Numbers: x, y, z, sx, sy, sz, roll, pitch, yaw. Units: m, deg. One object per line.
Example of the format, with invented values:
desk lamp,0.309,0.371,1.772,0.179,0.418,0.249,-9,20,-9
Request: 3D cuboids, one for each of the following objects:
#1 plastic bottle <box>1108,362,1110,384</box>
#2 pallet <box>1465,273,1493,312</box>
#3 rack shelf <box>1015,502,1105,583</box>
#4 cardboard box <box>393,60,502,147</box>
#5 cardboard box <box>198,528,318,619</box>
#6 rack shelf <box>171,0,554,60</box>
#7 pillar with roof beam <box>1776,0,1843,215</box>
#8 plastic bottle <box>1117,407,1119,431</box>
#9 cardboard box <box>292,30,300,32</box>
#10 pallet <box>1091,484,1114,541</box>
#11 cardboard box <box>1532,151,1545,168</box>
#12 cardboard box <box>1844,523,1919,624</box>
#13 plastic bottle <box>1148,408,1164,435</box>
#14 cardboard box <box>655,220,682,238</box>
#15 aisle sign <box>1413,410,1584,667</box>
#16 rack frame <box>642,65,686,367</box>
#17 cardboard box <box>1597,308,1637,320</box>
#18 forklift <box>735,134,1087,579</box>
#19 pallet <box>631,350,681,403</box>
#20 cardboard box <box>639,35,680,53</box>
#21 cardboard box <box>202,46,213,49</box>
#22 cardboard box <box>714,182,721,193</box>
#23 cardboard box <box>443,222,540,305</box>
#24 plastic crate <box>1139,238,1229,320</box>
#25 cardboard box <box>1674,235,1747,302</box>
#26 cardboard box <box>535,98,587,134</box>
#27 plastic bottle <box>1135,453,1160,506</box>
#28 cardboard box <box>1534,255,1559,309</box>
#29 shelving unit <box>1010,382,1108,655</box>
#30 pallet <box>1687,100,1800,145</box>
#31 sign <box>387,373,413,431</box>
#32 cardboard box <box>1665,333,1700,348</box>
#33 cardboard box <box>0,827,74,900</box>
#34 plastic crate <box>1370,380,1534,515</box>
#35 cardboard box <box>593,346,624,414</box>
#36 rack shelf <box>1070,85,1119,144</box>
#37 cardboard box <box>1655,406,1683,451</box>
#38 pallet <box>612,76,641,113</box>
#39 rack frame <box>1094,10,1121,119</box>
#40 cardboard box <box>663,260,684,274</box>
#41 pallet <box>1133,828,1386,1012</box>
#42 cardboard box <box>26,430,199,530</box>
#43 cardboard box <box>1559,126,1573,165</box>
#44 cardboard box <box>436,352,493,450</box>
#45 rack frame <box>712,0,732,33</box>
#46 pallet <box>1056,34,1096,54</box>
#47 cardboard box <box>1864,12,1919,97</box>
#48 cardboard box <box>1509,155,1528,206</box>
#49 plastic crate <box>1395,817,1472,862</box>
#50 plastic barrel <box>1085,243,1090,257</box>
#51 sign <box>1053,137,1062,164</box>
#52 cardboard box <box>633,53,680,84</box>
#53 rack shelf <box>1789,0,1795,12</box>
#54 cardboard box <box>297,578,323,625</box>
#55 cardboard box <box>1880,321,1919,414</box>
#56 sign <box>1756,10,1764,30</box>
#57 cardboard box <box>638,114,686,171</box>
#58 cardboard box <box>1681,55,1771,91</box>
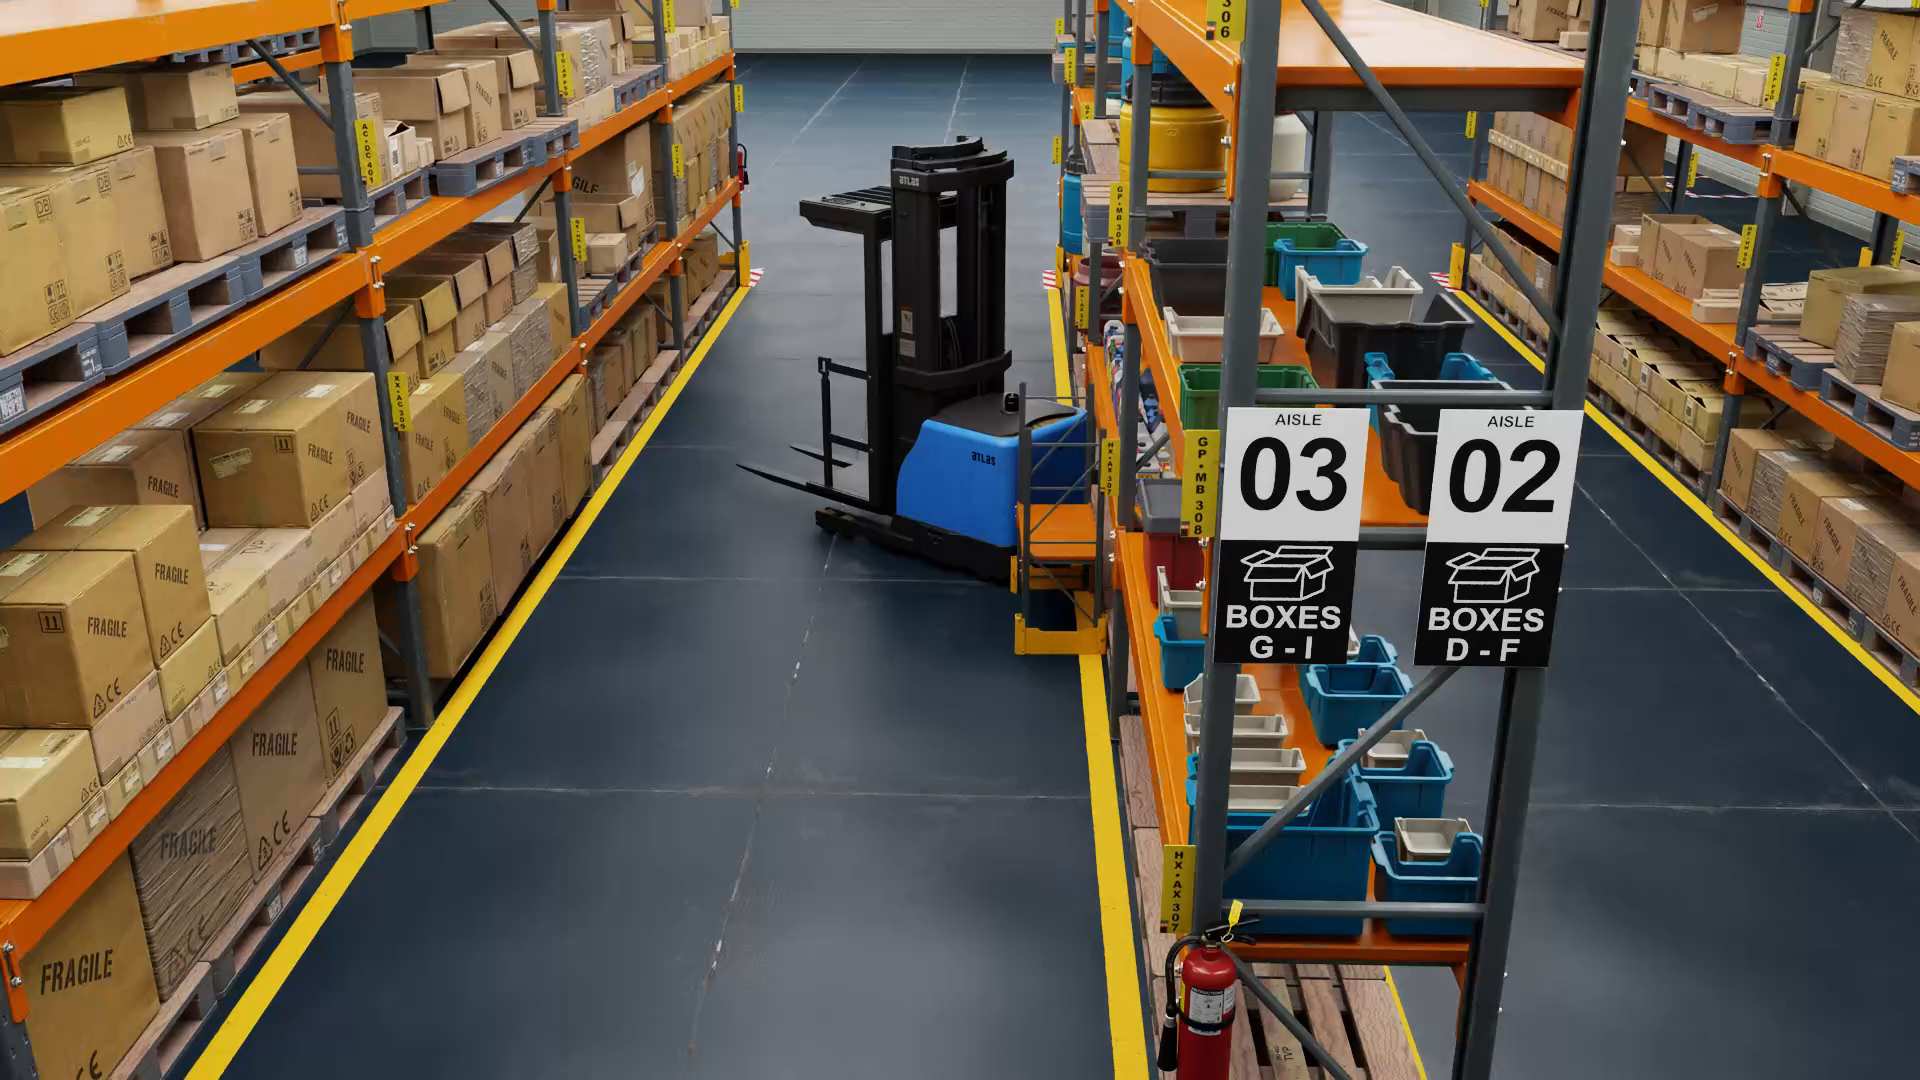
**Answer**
plastic bottle,1.101,-1.201,11.752,0.097,0.201,0.097,0,21,0
pallet,6.699,-2.963,19.874,1.003,0.211,1.213,1,21,2
rack shelf,0.646,0.003,10.944,0.538,0.185,1.000,0,21,0
cardboard box,-3.349,-2.865,10.899,0.500,0.500,0.500,2,21,5
cardboard box,-3.366,0.154,7.782,0.500,0.250,0.500,1,21,3
rack shelf,-3.525,-3.310,10.167,1.077,0.370,4.000,1,21,2
pillar with roof beam,8.355,-9.238,23.898,9.100,9.000,0.400,1,21,2
plastic bottle,1.067,-0.800,10.719,0.097,0.201,0.097,0,21,0
cardboard box,-7.863,-5.958,19.218,0.380,0.149,0.250,1,21,2
pallet,1.504,-0.118,12.541,1.003,0.211,1.213,1,21,2
cardboard box,6.398,-4.099,17.911,0.380,0.149,0.250,1,21,3
cardboard box,6.083,0.217,10.670,0.500,0.500,0.500,1,21,2
plastic bottle,1.215,-0.636,10.088,0.144,0.351,0.185,1,21,2
cardboard box,-3.036,-3.162,16.878,0.380,0.149,0.250,1,21,2
aisle sign,1.537,0.006,4.772,0.394,0.787,0.004,1,21,2
rack frame,-3.343,-3.204,16.641,1.000,3.000,0.127,1,21,2
cardboard box,6.297,-2.123,16.298,0.500,0.311,0.500,1,21,2
forklift,-0.470,-1.514,12.380,3.031,2.935,1.130,17,27,38
pallet,-3.365,-1.623,16.420,1.003,0.211,1.213,1,21,2
cardboard box,-3.055,-5.028,16.850,0.380,0.149,0.250,1,21,2
cardboard box,-7.932,-5.131,17.088,0.380,0.149,0.250,1,21,2
cardboard box,-3.011,-4.157,19.442,0.380,0.149,0.250,1,21,2
cardboard box,-3.503,-2.008,12.033,0.797,0.503,0.637,1,21,3
plastic crate,1.053,-1.149,7.377,0.497,0.269,0.590,1,21,2
cardboard box,6.472,-2.301,14.175,0.500,0.500,0.500,0,21,-1
cardboard box,-3.196,-3.254,12.829,0.500,0.250,0.500,1,21,3
plastic bottle,1.053,-0.346,9.444,0.152,0.276,0.135,1,21,2
cardboard box,6.381,-2.708,17.546,0.500,0.500,0.500,1,21,2
shelving unit,0.645,-0.161,10.870,0.587,1.500,1.083,0,21,0
pallet,6.368,-3.204,12.755,1.213,0.211,1.003,2,21,4
sign,-3.031,-0.747,9.001,0.100,0.325,0.005,1,21,2
cardboard box,6.806,-1.751,15.341,0.500,0.311,0.500,1,21,1
cardboard box,-3.367,1.127,5.825,0.380,0.149,0.250,1,21,2
plastic crate,1.533,-0.285,5.150,0.497,0.269,0.590,1,21,2
cardboard box,-3.450,-1.446,14.957,0.700,0.500,0.500,2,21,6
rack shelf,1.547,-3.490,14.224,1.077,0.370,4.000,1,21,2
cardboard box,6.221,-0.941,14.028,0.500,0.250,0.500,0,21,1
pallet,-3.497,-3.918,14.593,1.213,0.211,1.003,1,21,2
rack frame,1.486,-4.500,11.688,1.000,3.000,0.127,1,21,2
cardboard box,-3.341,-2.812,18.503,0.500,0.500,0.500,-1,21,-3
pallet,1.347,1.751,7.724,1.003,0.211,1.213,1,21,2
cardboard box,-3.890,-0.194,7.641,0.500,0.500,0.500,0,21,0
cardboard box,6.580,-4.089,16.988,0.700,0.500,0.500,1,21,1
cardboard box,-3.292,-0.885,10.524,0.500,0.500,0.500,0,21,0
rack frame,-3.221,-7.447,19.283,1.000,3.000,0.127,1,21,2
pallet,1.607,-5.608,18.951,1.003,0.211,1.213,1,21,2
cardboard box,6.402,-3.217,11.006,0.500,0.500,0.500,1,21,2
cardboard box,6.621,-4.049,18.679,0.700,0.500,0.500,1,21,2
plastic crate,1.672,1.083,5.872,0.250,0.136,0.298,1,21,2
plastic barrel,1.337,-2.604,14.907,0.433,0.535,0.433,0,21,0
sign,1.180,-4.733,20.197,0.100,0.325,0.005,1,21,2
cardboard box,-3.073,-4.693,16.537,0.500,0.250,0.500,0,21,0
rack shelf,6.498,-4.646,13.610,1.077,0.370,4.000,1,21,2
cardboard box,-3.299,0.291,7.979,0.380,0.149,0.250,1,21,3
cardboard box,6.307,-1.083,10.456,0.700,0.500,0.500,-5,22,-12
sign,12.871,-8.370,26.748,0.001,0.298,0.199,1,21,2
cardboard box,-3.075,-4.016,16.800,0.500,0.500,0.500,1,21,2
cardboard box,6.439,-3.928,13.985,0.500,0.250,0.500,-1,21,-3
